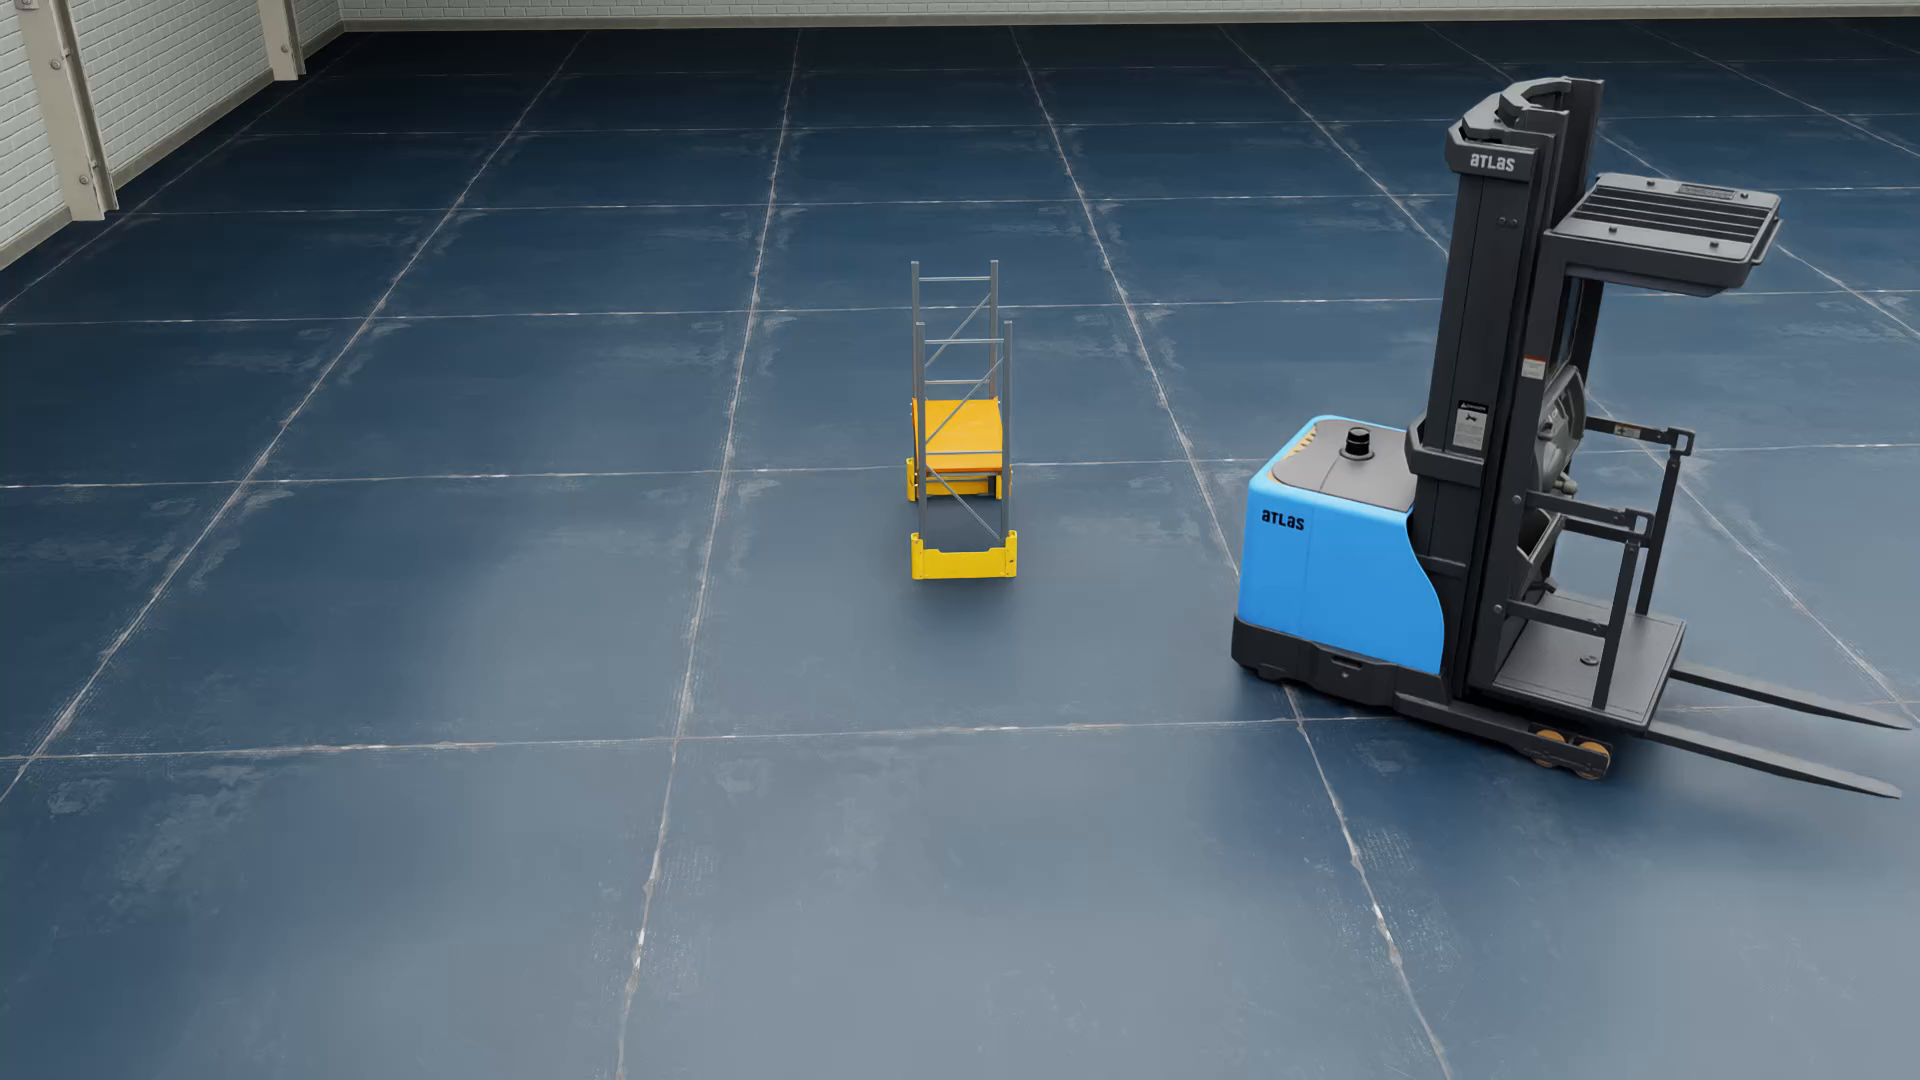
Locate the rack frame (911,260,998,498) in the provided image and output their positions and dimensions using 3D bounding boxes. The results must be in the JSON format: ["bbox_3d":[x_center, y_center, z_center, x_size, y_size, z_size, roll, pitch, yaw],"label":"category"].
[{"bbox_3d":[-0.031,-0.939,9.929,0.500,1.500,0.032,-1,28,-3],"label":"rack frame"}]

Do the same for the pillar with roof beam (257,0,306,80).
[{"bbox_3d":[-4.142,-9.922,19.043,9.100,9.000,0.400,-1,28,-3],"label":"pillar with roof beam"}]

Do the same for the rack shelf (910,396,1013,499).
[{"bbox_3d":[-0.004,-0.545,9.562,0.538,0.185,1.000,-1,28,-3],"label":"rack shelf"}]

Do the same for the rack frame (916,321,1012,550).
[{"bbox_3d":[0.022,-0.470,9.029,0.500,1.500,0.032,-1,28,-3],"label":"rack frame"}]

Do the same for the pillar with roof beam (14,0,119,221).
[{"bbox_3d":[-3.828,-7.151,13.730,9.100,9.000,0.400,-1,28,-3],"label":"pillar with roof beam"}]

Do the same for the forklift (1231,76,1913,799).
[{"bbox_3d":[2.910,-0.482,7.504,3.031,2.935,1.130,15,31,27],"label":"forklift"}]

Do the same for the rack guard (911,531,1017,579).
[{"bbox_3d":[0.022,0.084,9.319,0.587,0.250,0.087,-1,28,-3],"label":"rack guard"}]

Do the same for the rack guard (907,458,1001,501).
[{"bbox_3d":[-0.030,-0.376,10.201,0.587,0.250,0.087,-1,28,-3],"label":"rack guard"}]

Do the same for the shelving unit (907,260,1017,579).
[{"bbox_3d":[-0.004,-0.700,9.471,0.587,1.500,1.083,-1,28,-3],"label":"shelving unit"}]
